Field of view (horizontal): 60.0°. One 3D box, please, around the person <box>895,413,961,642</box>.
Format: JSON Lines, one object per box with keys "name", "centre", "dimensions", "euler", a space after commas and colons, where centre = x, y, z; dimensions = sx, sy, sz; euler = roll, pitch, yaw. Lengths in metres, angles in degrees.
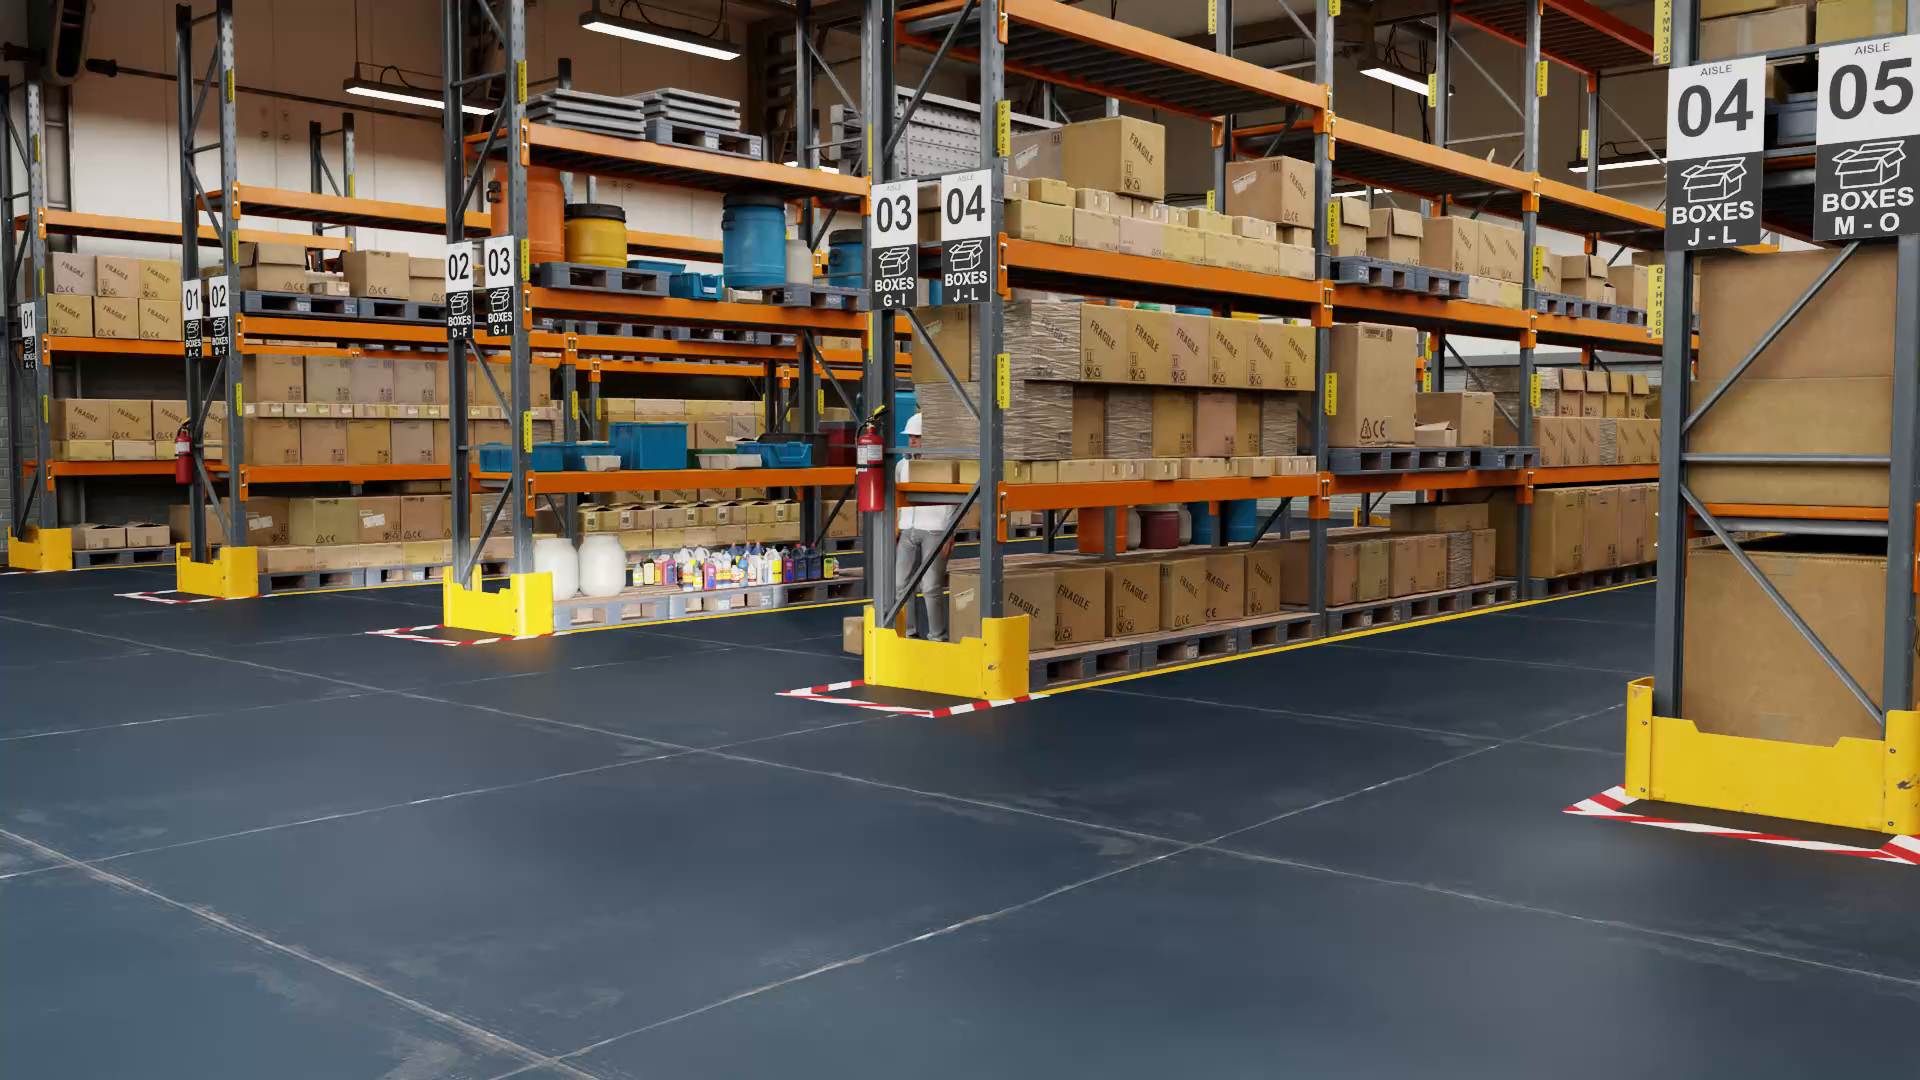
{"name": "person", "centre": [-0.270, -0.045, 12.262], "dimensions": [0.583, 1.769, 0.465], "euler": [3, 4, 37]}
